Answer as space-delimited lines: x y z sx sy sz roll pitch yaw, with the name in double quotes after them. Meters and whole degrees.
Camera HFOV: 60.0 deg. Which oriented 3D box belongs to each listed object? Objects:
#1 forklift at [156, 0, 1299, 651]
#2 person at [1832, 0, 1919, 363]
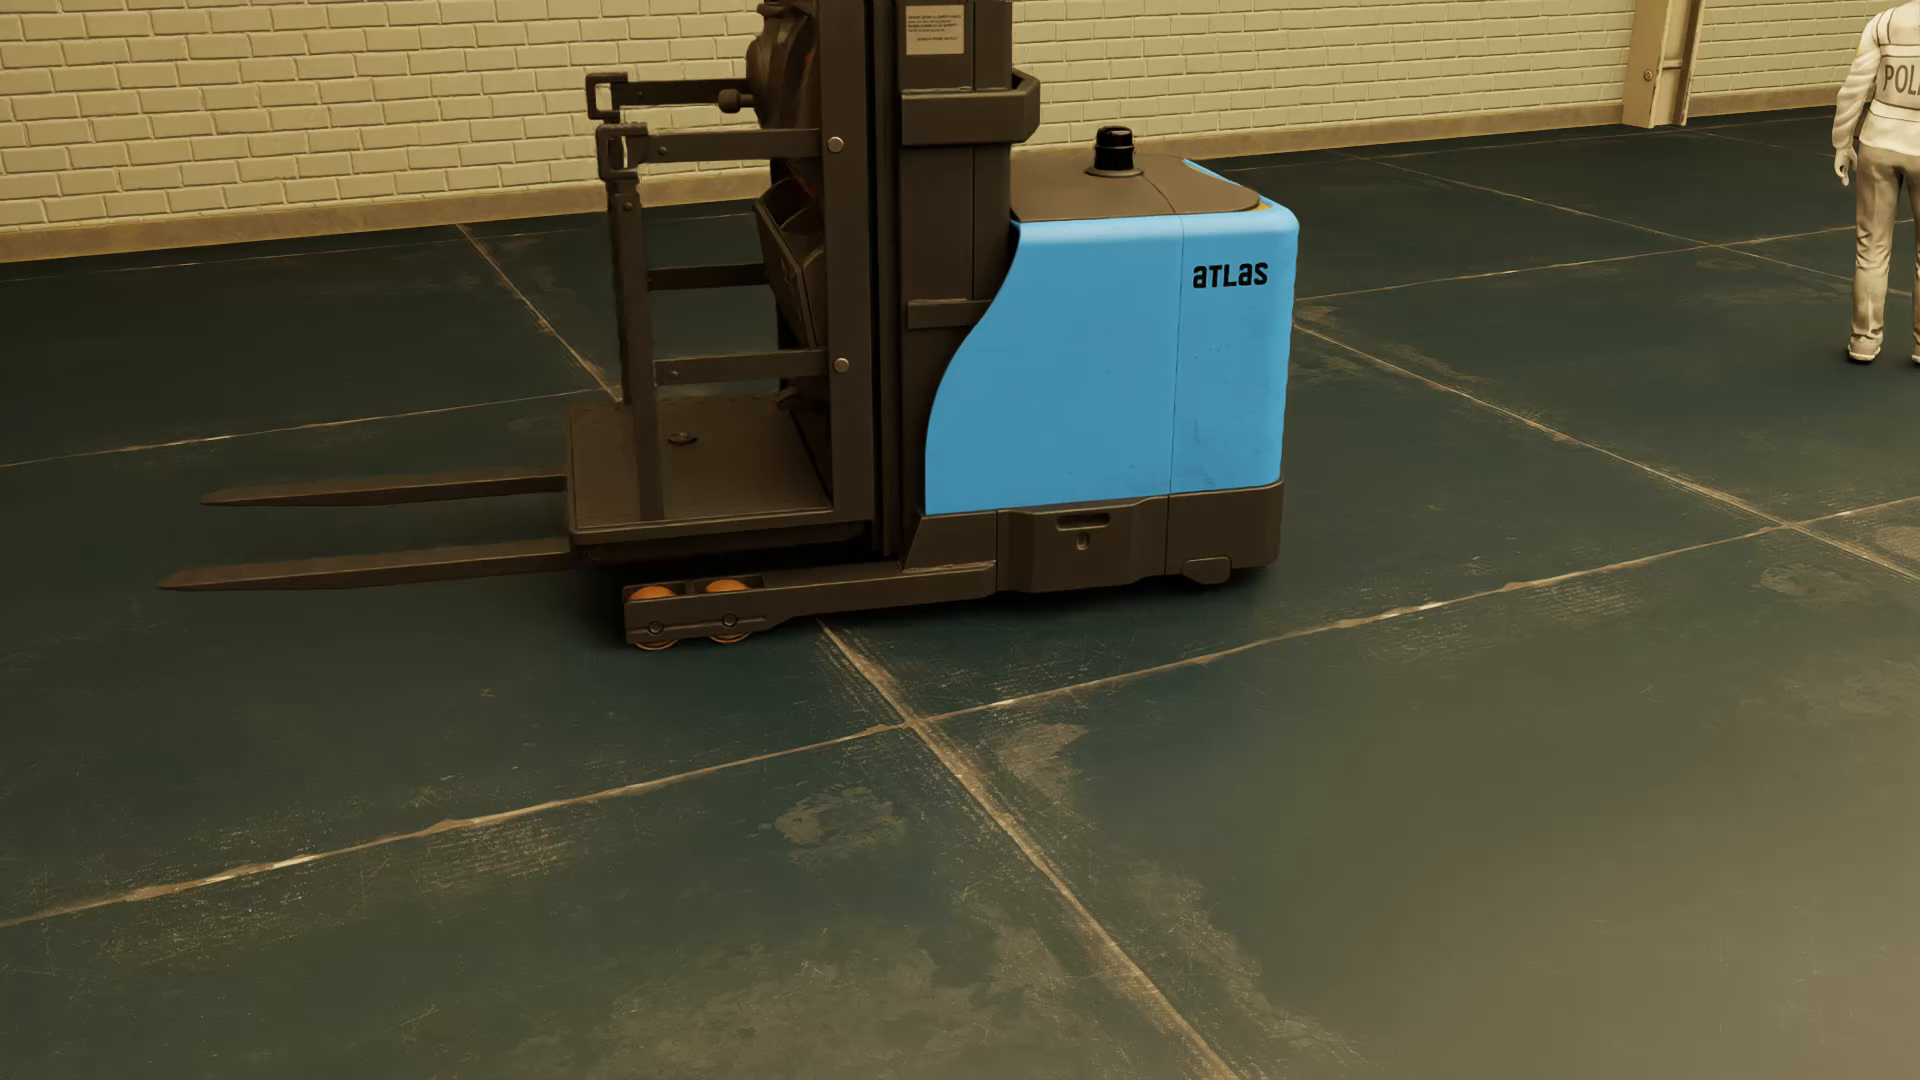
-0.650 -1.284 4.376 3.031 2.935 1.130 -5 23 -12 "forklift"
3.781 -1.544 6.595 0.586 1.695 0.532 18 28 36 "person"
